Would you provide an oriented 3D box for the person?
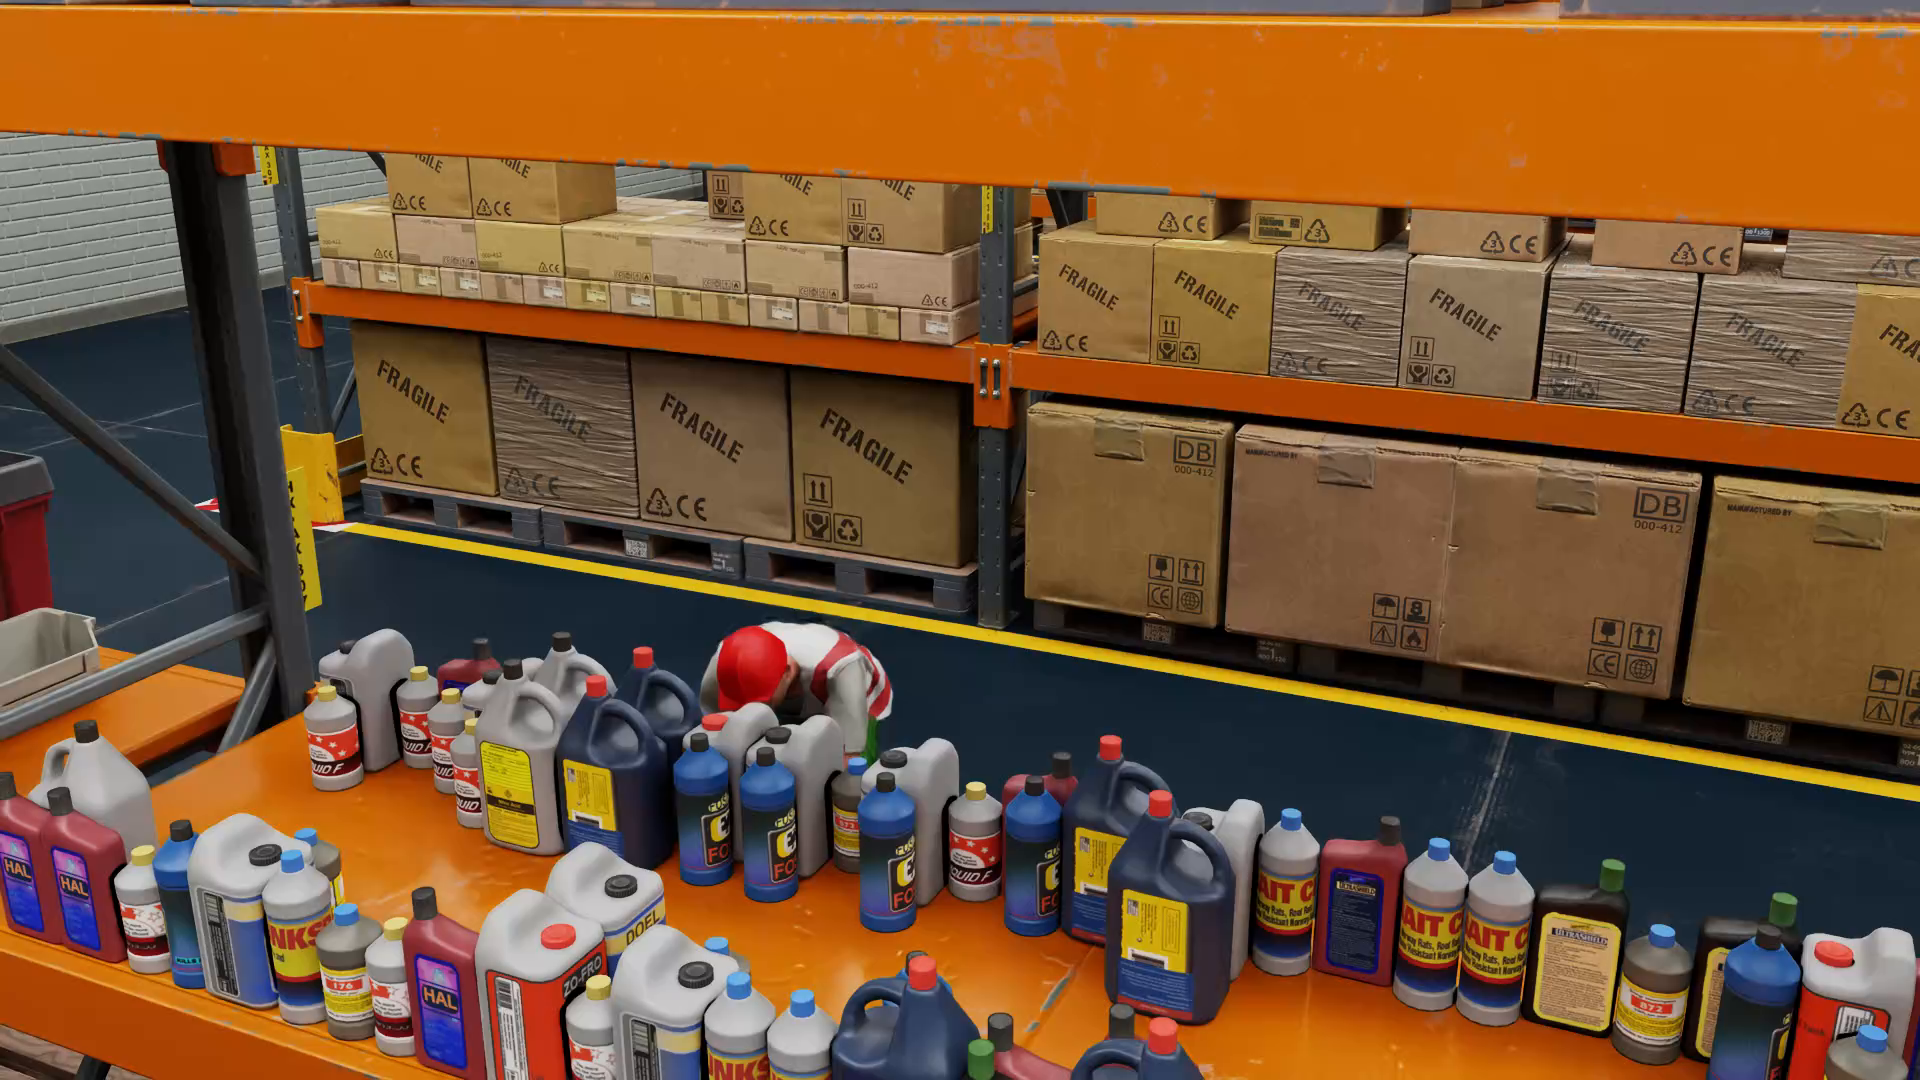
[{"bbox_3d":[-0.497,0.658,5.224,0.579,1.065,0.870,8,21,23],"label":"person"}]
